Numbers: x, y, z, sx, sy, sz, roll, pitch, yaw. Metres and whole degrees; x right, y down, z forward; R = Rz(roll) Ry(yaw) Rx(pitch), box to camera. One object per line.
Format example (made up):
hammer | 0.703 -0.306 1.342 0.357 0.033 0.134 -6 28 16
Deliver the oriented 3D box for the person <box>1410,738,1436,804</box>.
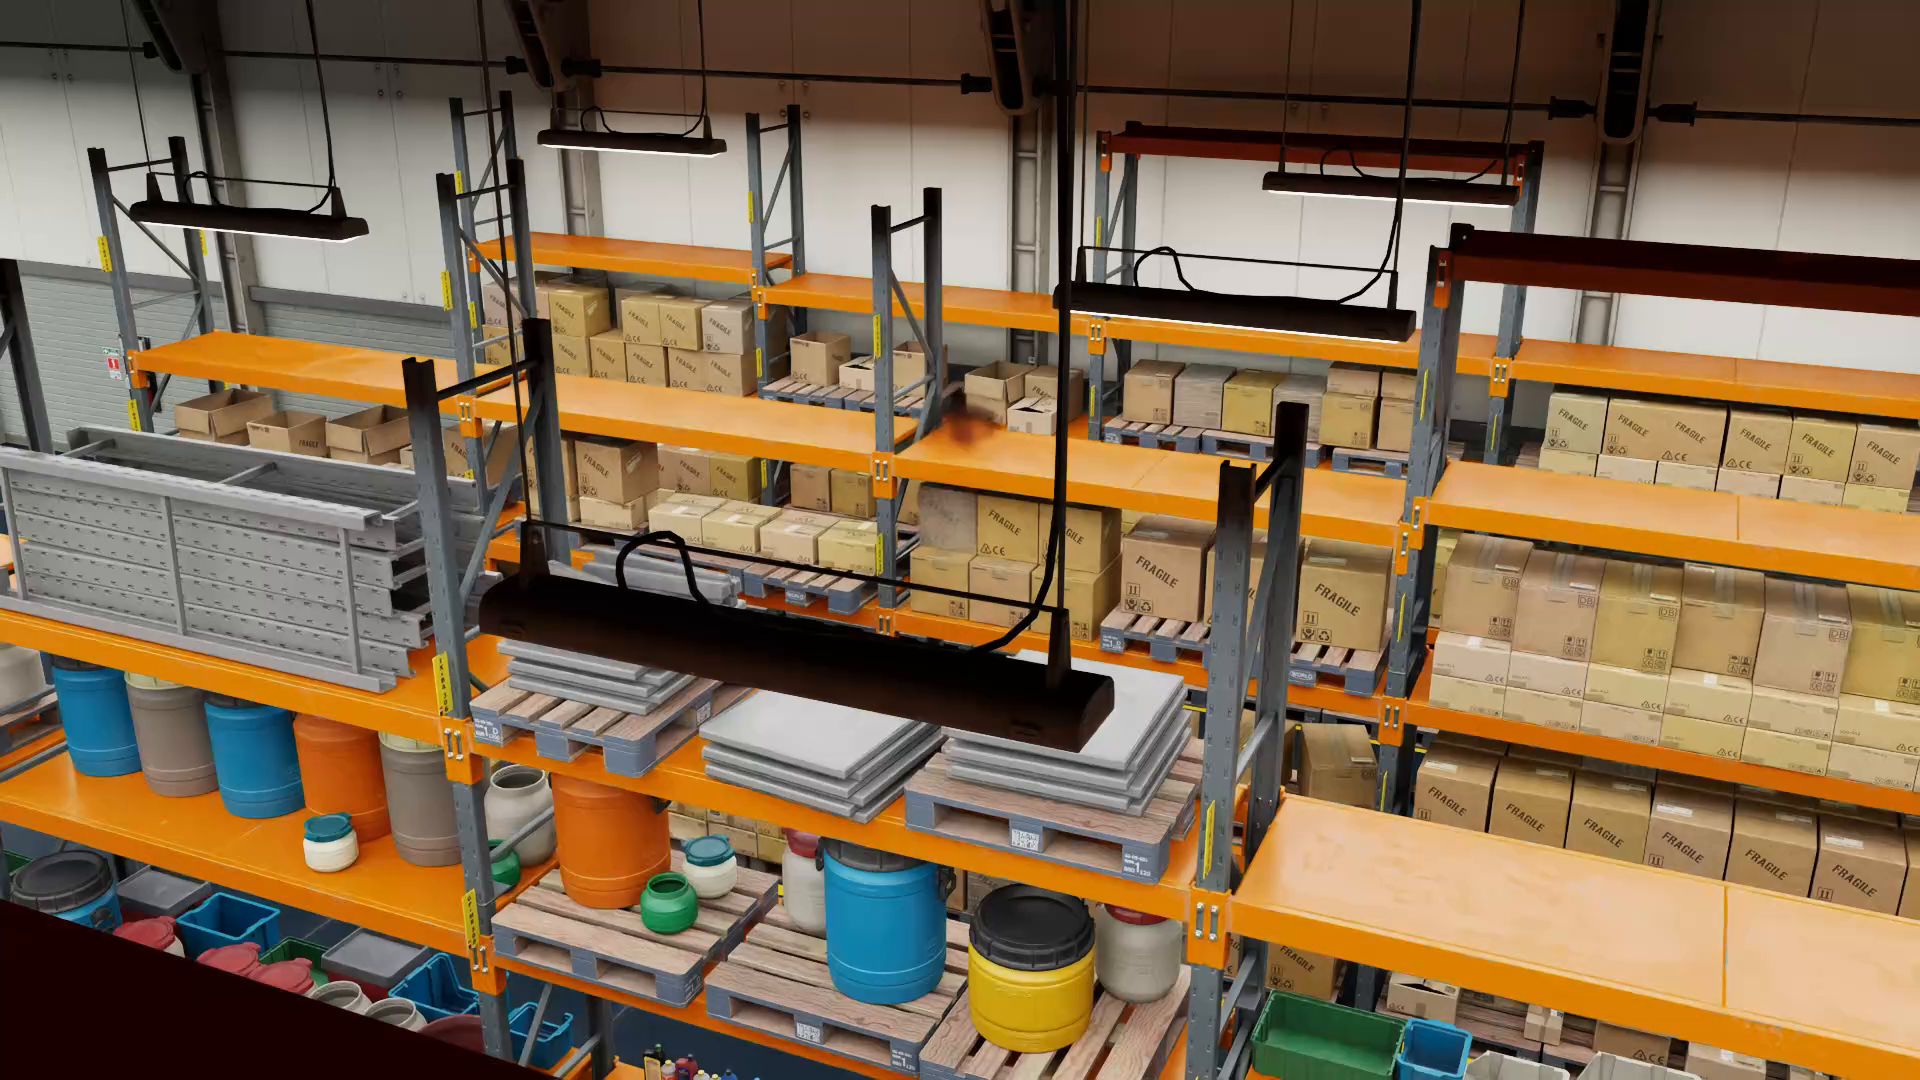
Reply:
person | 4.641 1.804 15.536 1.066 1.676 0.660 7 22 18

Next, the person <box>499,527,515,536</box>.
person | -5.022 0.651 18.617 0.591 1.793 0.369 7 22 18
